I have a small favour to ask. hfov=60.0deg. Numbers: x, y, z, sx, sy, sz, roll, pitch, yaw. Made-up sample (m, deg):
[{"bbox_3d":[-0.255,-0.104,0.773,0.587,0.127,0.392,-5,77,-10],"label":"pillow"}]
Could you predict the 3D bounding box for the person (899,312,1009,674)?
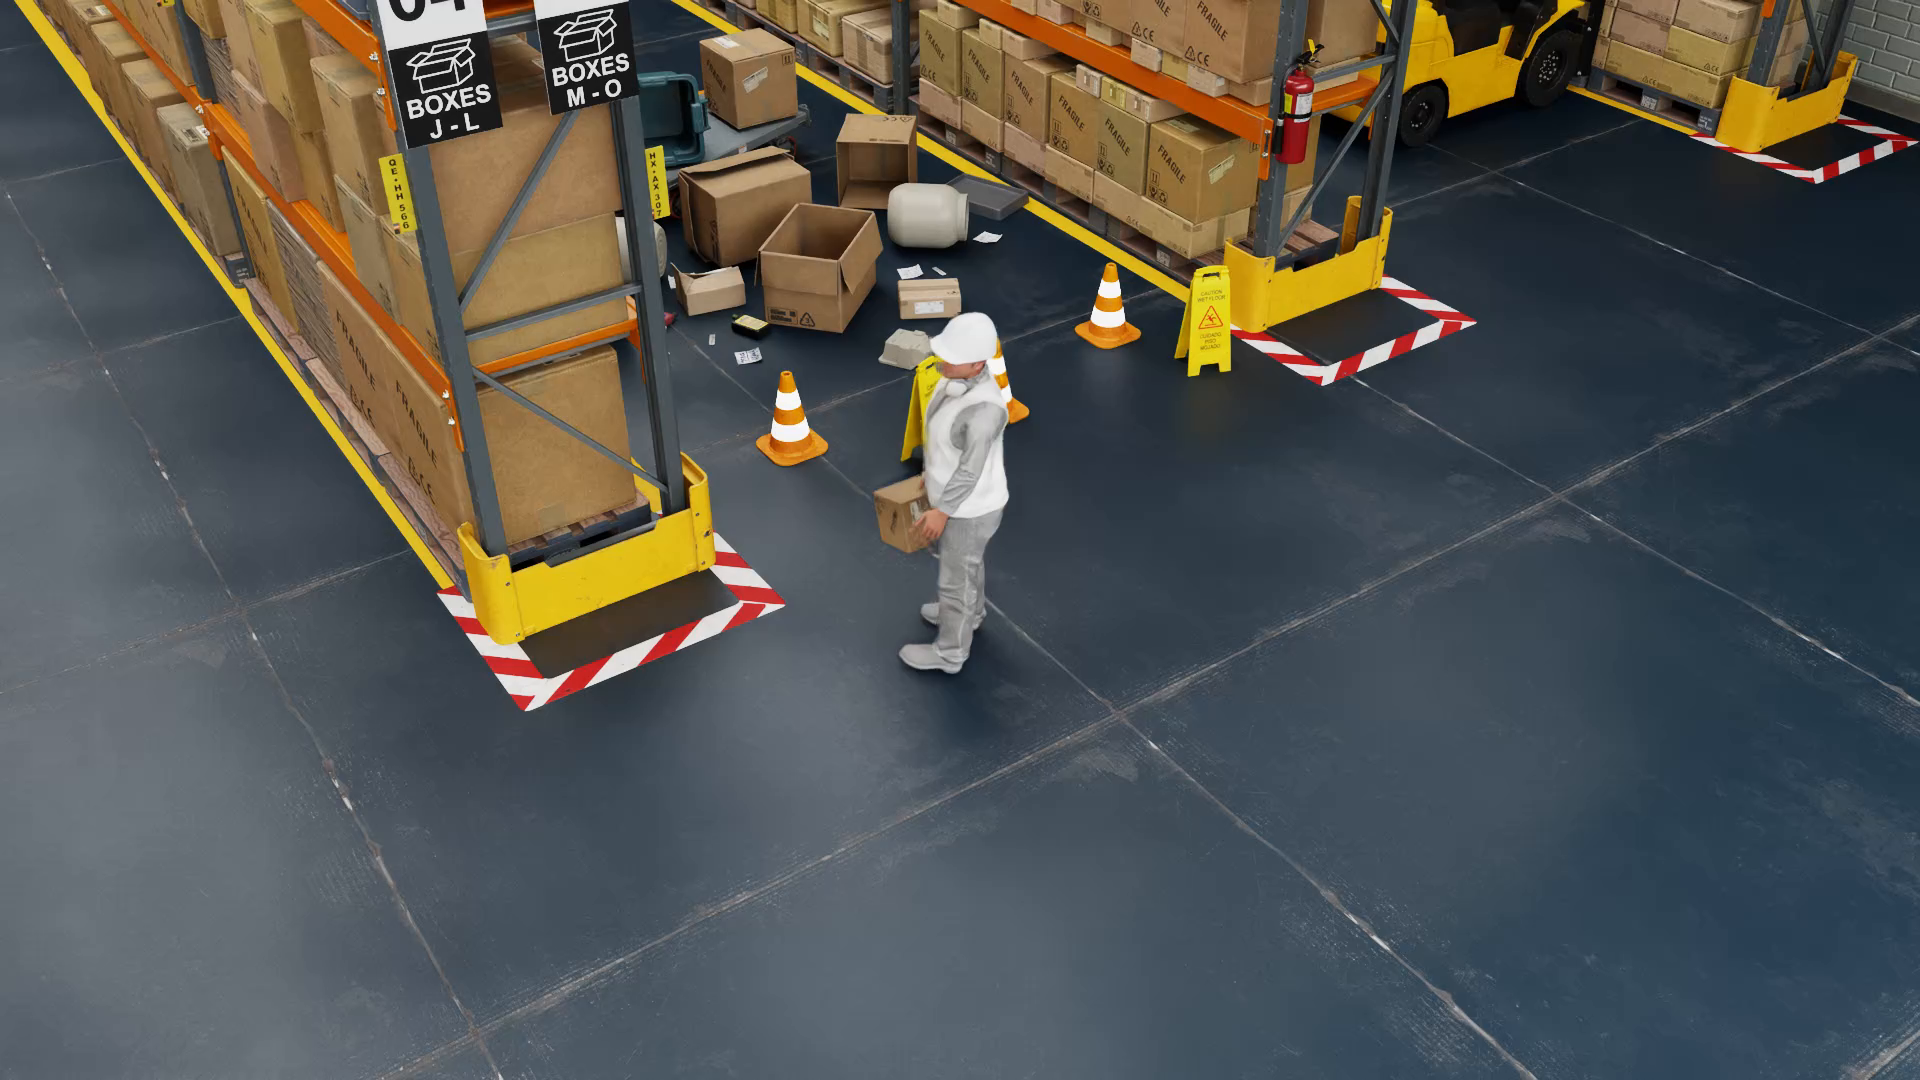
[{"bbox_3d":[-0.052,-0.215,7.238,0.486,1.780,0.583,-5,36,-7],"label":"person"}]
